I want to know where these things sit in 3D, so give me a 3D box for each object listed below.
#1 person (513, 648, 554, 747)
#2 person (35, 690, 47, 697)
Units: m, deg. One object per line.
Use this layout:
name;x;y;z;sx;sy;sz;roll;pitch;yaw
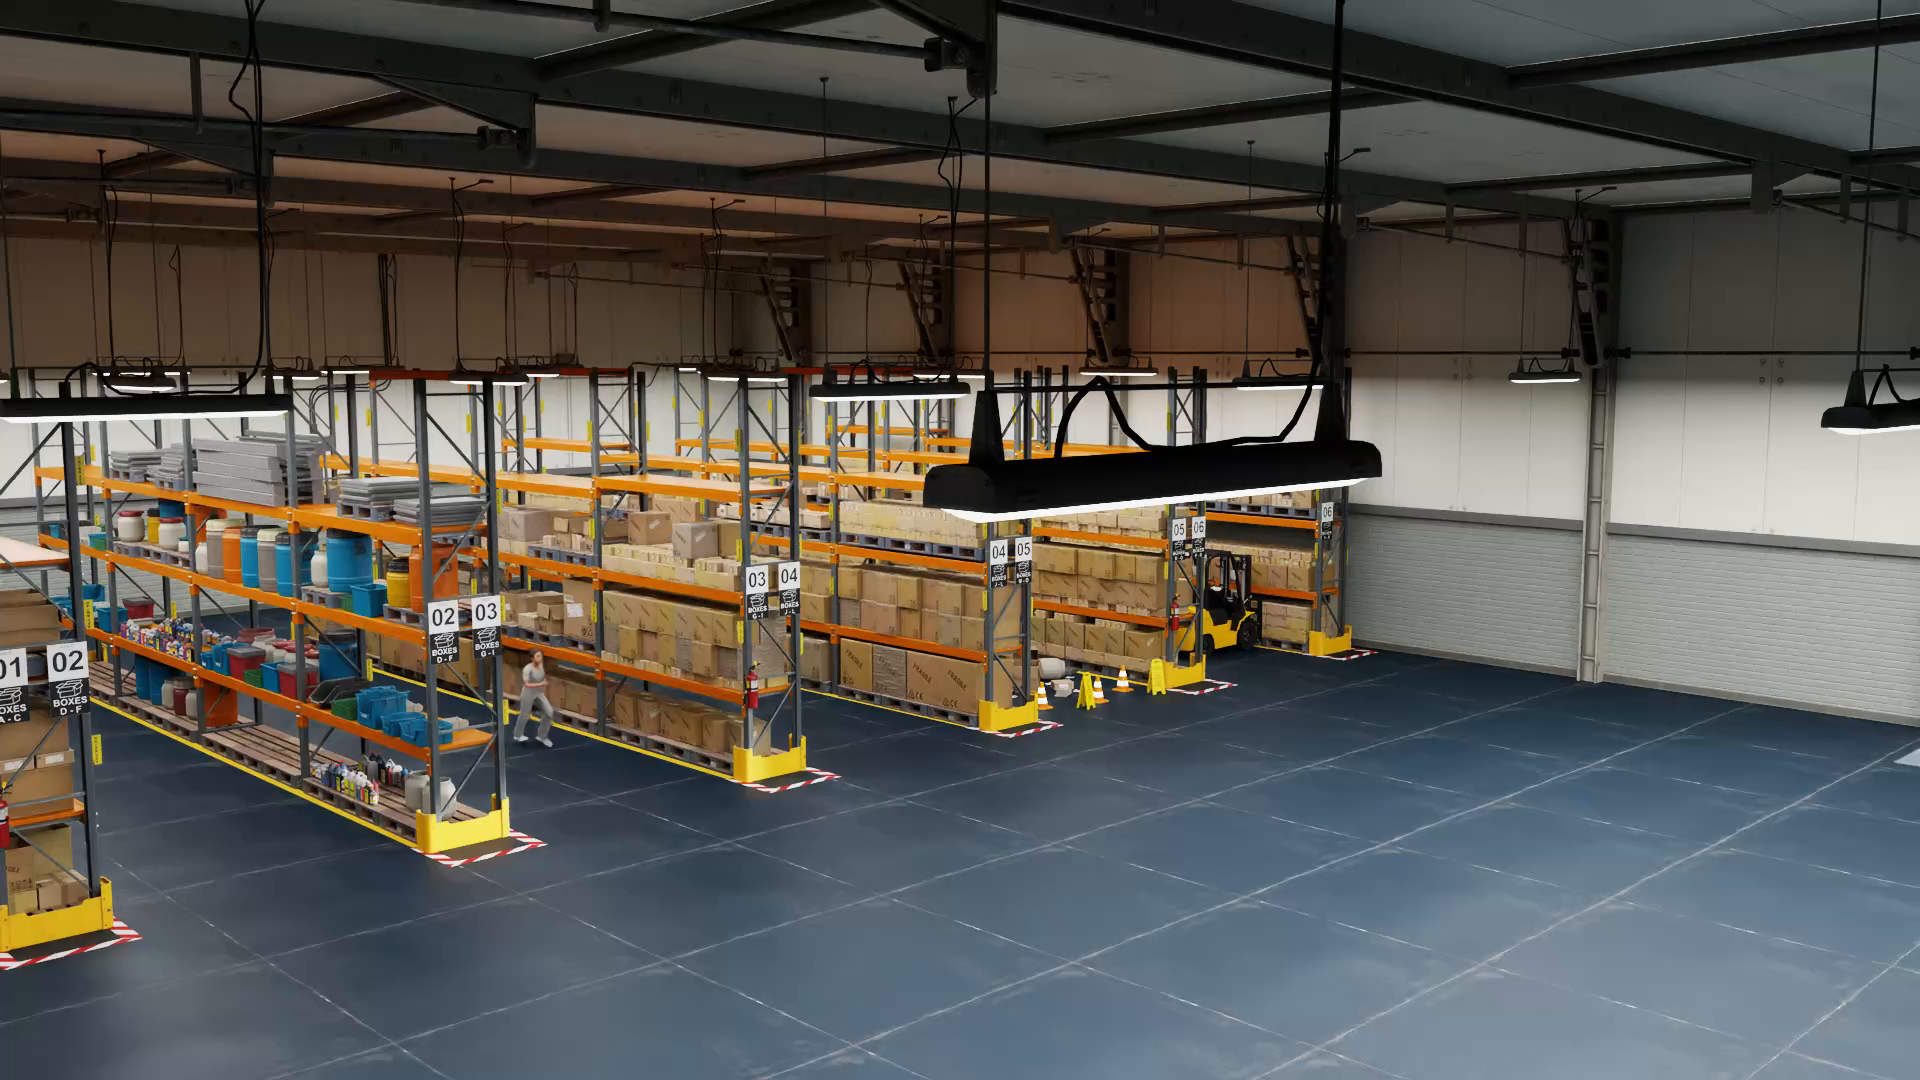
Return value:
person;-6.867;2.511;26.675;0.929;1.614;0.494;5;8;39
person;-15.688;2.407;28.080;0.781;1.537;0.603;3;7;27
